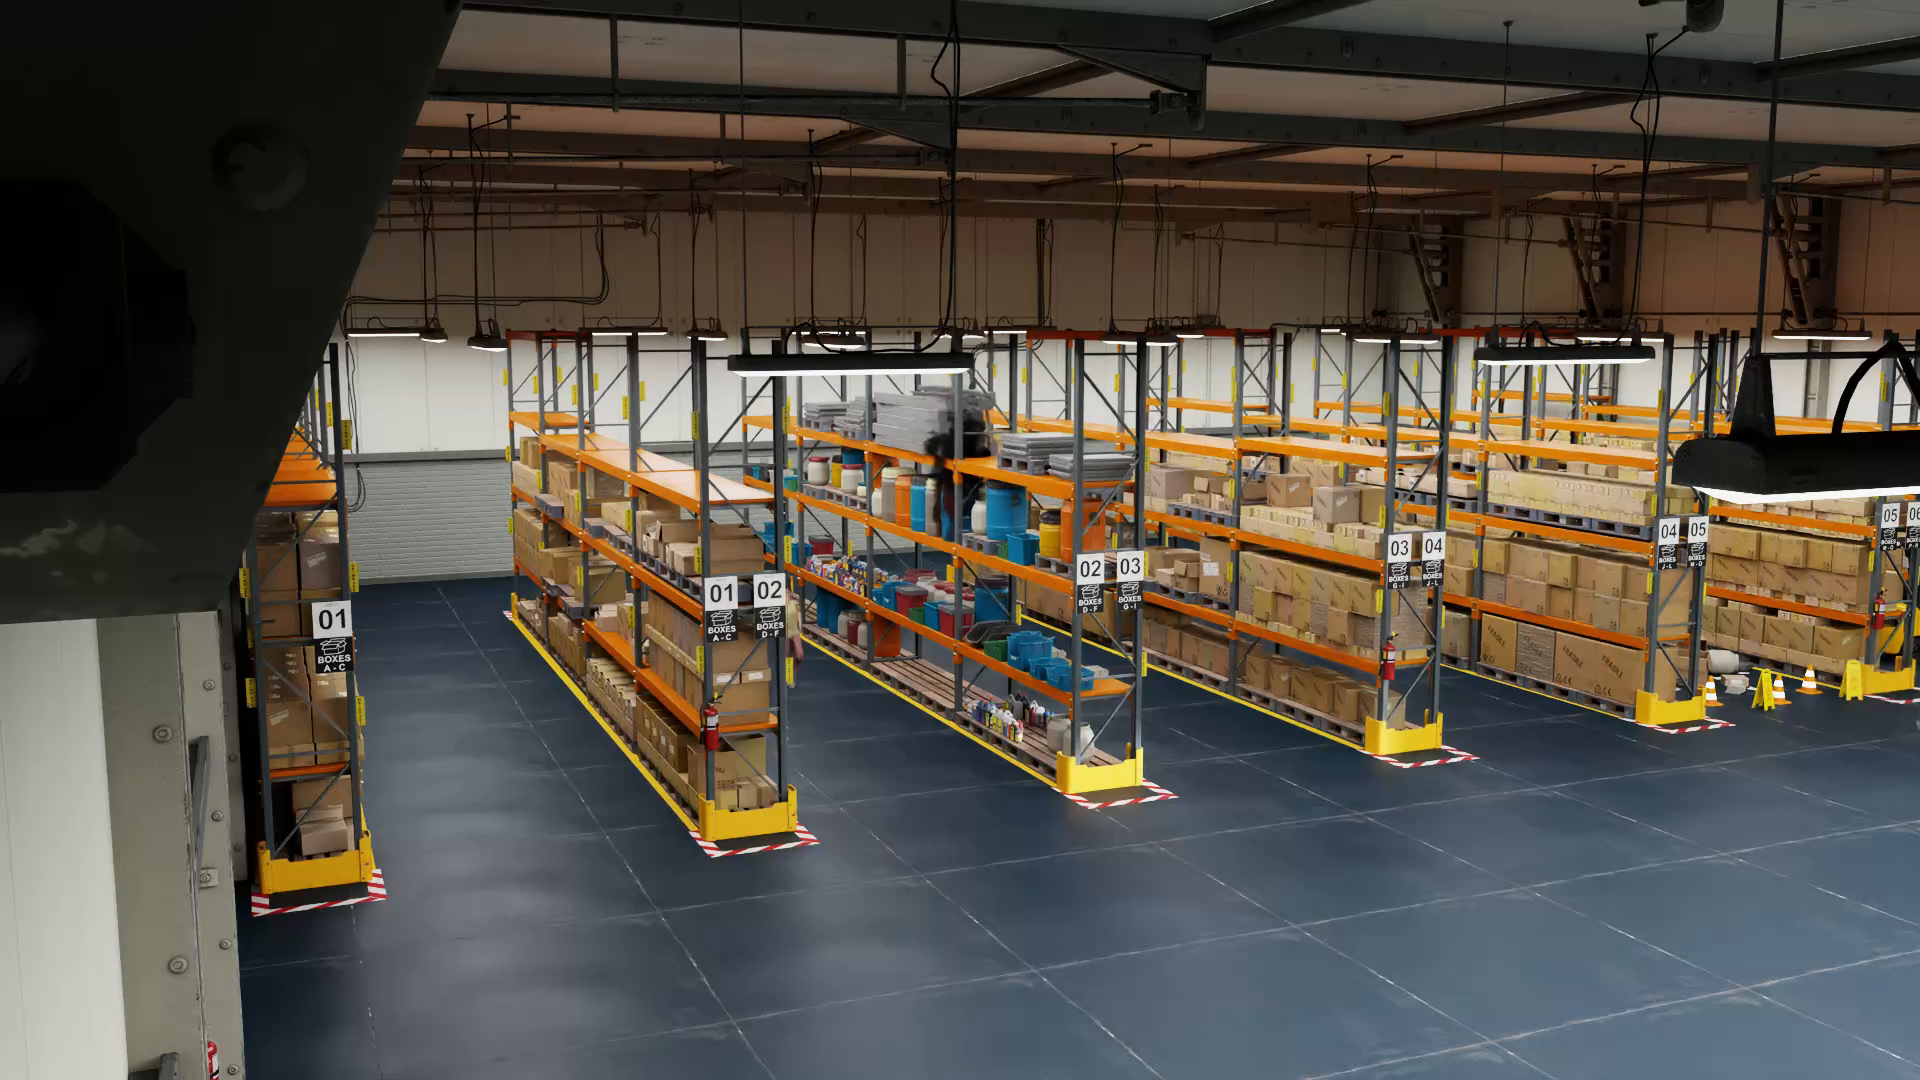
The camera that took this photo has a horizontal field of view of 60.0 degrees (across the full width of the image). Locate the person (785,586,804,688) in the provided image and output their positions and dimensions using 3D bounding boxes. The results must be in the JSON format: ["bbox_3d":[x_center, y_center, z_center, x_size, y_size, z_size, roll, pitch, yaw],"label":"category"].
[{"bbox_3d":[-2.783,1.579,26.991,0.587,1.679,0.580,-4,9,-28],"label":"person"}]
